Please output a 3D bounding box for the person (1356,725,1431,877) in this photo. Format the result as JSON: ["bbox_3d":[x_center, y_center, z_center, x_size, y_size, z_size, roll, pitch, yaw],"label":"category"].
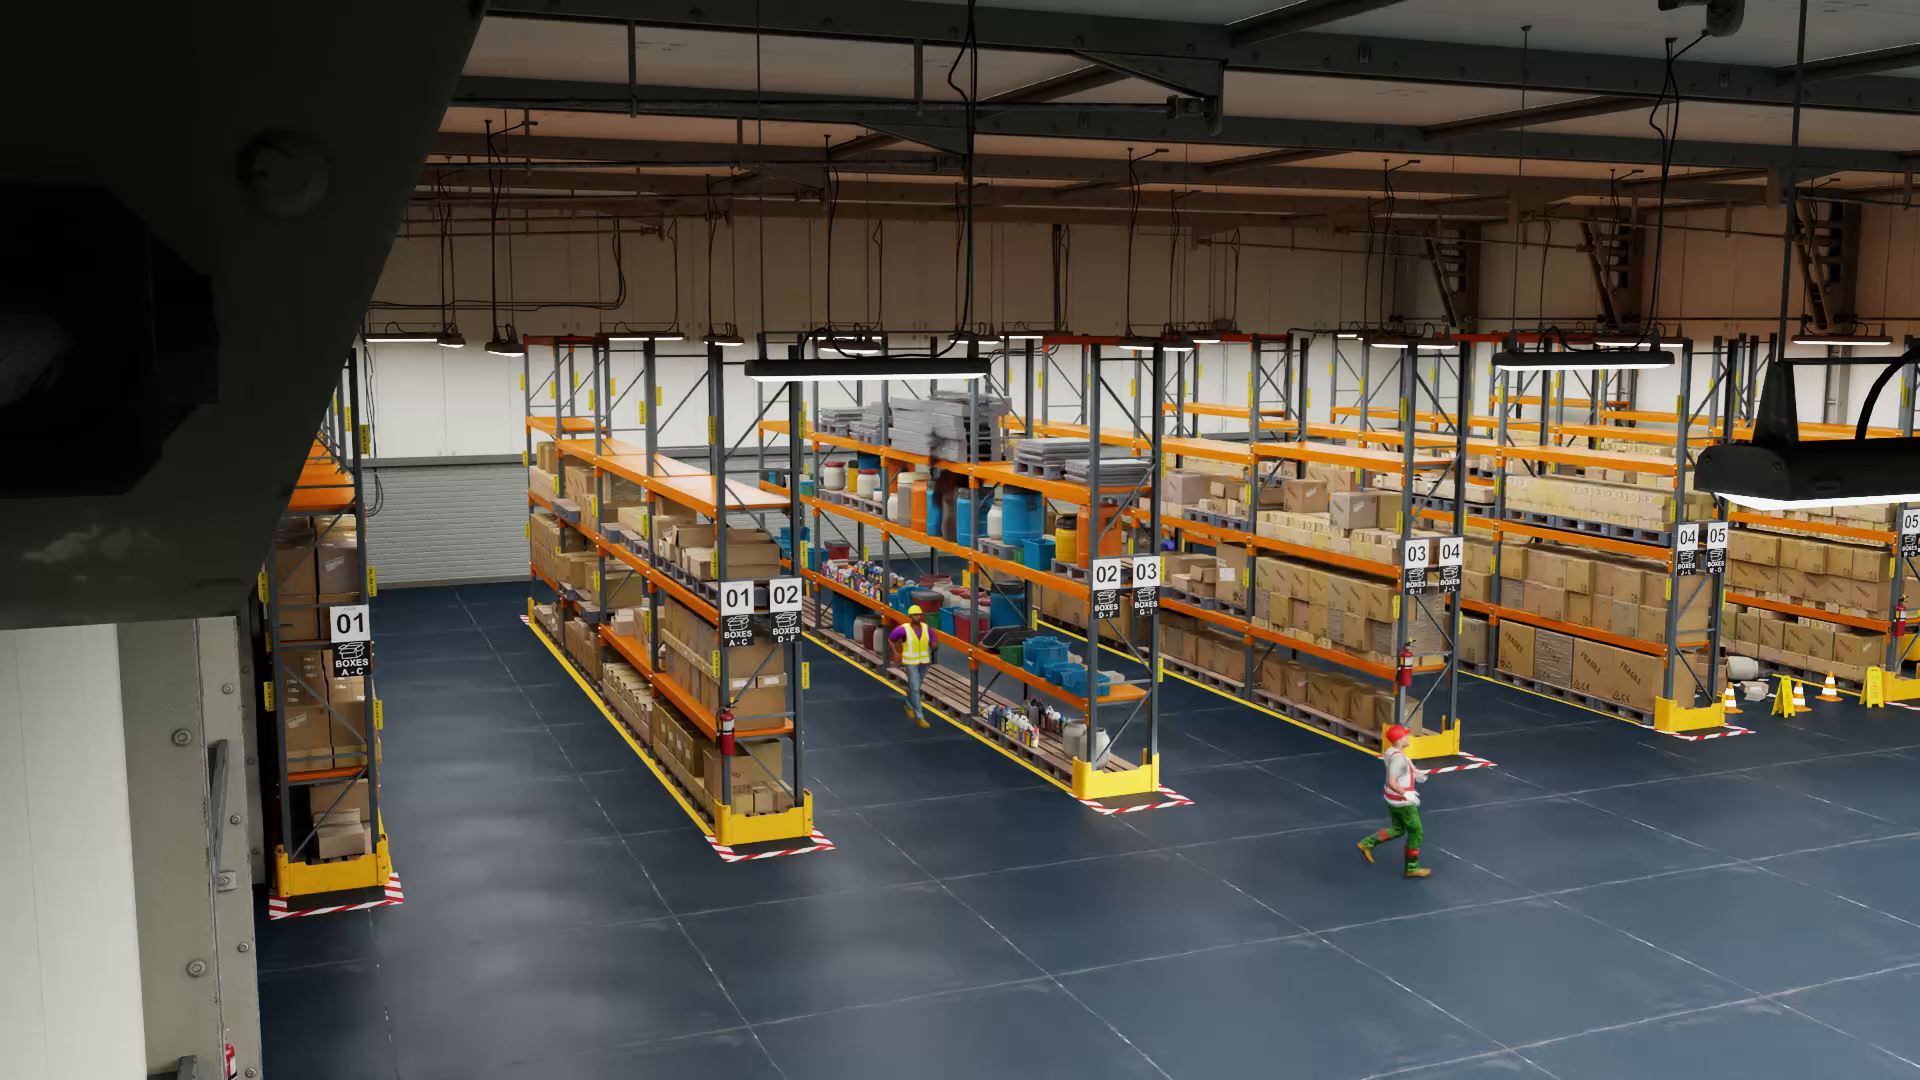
[{"bbox_3d":[4.958,2.962,18.886,0.838,1.757,0.667,0,8,1],"label":"person"}]

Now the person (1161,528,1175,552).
[{"bbox_3d":[4.718,0.561,37.169,0.567,1.660,0.867,-3,8,-21],"label":"person"}]

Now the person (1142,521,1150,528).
[{"bbox_3d":[4.277,0.419,38.180,0.606,1.747,0.705,-1,8,-9],"label":"person"}]

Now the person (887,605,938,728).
[{"bbox_3d":[-0.645,1.866,24.757,0.700,1.804,0.920,-4,9,-30],"label":"person"}]
